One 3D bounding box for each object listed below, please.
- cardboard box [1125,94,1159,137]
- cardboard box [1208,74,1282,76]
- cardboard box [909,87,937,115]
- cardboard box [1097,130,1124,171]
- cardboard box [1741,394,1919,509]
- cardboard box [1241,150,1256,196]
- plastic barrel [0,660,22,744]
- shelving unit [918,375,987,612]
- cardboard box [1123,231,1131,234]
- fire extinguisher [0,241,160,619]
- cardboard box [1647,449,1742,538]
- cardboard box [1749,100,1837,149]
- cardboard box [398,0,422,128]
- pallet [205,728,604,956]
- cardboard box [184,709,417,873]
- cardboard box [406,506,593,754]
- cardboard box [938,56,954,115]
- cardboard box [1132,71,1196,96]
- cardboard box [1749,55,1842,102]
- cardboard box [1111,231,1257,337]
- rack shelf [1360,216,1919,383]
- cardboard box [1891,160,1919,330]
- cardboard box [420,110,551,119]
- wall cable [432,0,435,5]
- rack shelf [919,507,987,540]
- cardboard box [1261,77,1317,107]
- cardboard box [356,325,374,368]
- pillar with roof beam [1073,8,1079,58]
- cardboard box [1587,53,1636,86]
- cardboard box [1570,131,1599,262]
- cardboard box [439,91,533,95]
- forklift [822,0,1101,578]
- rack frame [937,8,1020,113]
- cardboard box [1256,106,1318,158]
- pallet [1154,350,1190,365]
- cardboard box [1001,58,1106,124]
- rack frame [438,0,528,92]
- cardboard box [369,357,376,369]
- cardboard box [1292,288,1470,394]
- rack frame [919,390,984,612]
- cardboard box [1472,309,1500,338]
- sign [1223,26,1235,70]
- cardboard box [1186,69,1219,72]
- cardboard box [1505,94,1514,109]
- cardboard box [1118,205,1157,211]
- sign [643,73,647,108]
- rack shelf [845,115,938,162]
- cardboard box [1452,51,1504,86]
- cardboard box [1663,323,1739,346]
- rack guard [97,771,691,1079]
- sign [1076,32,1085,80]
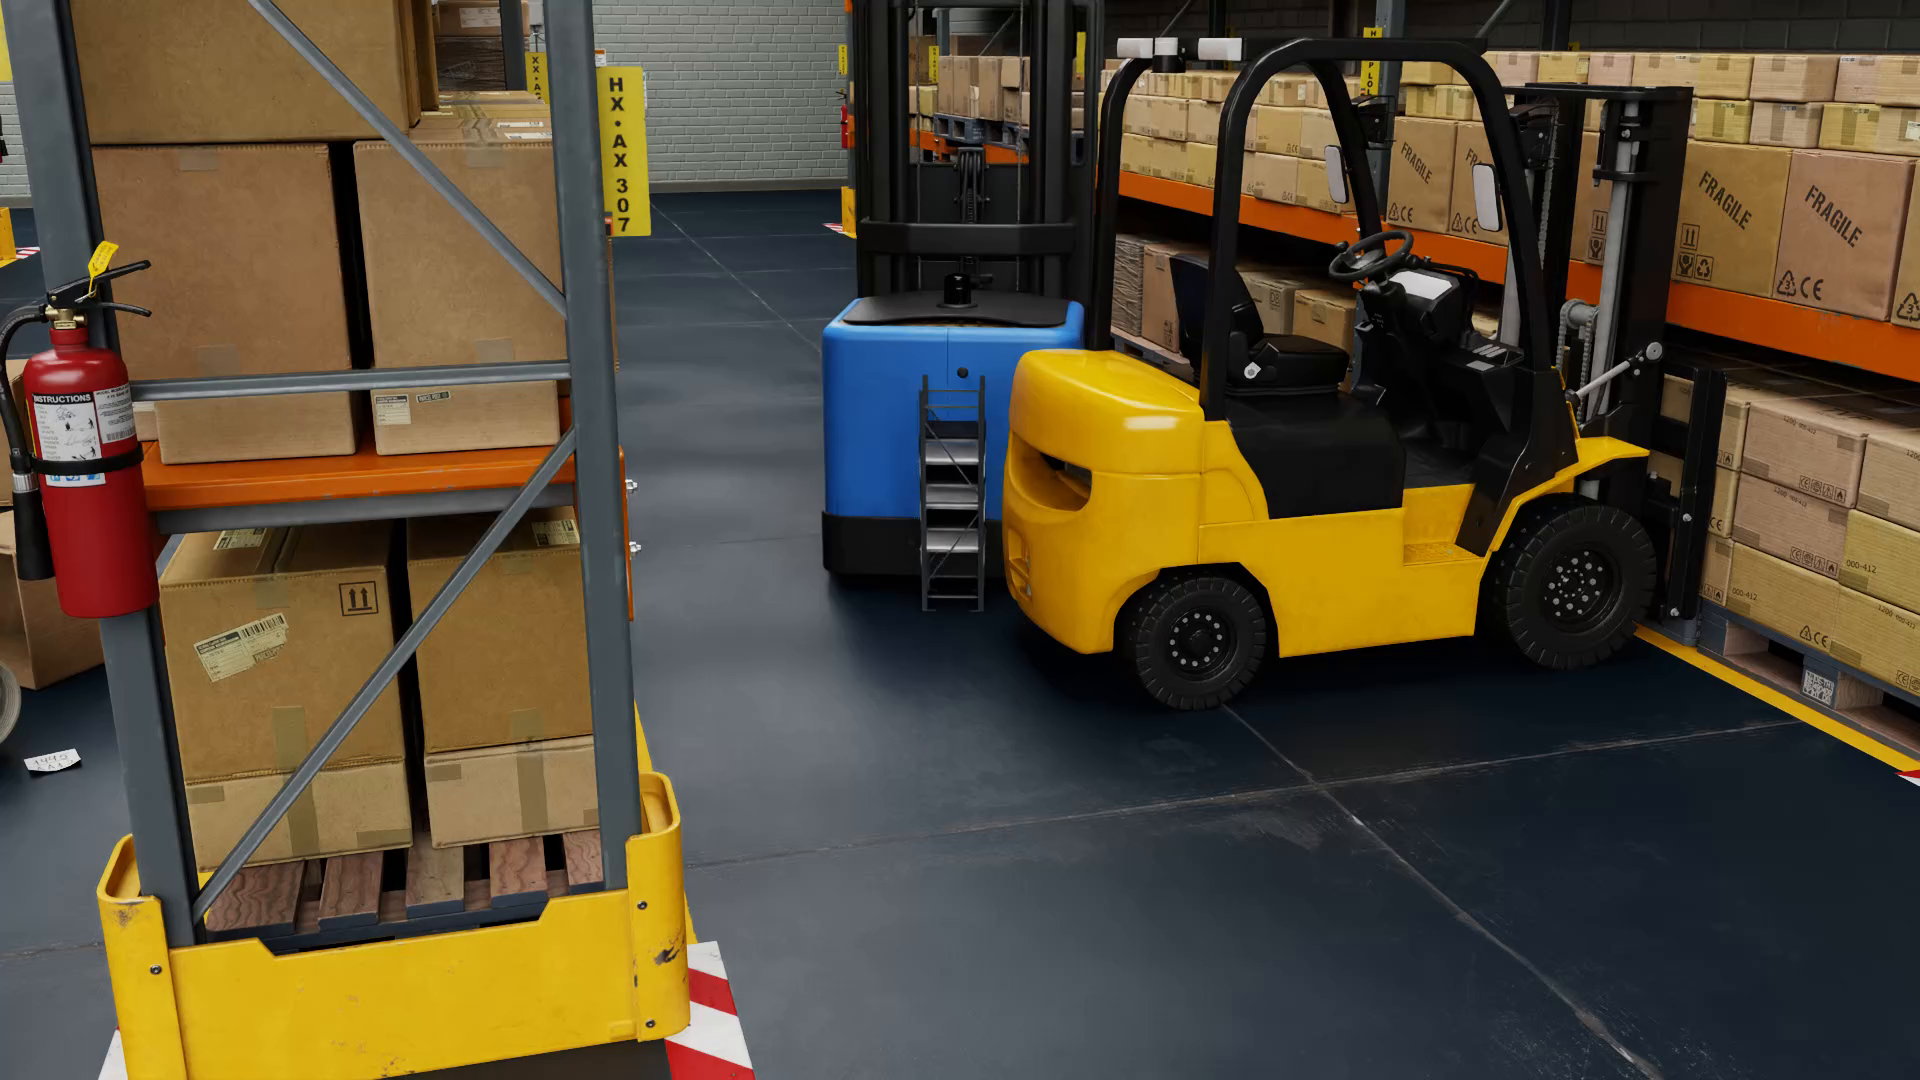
[{"bbox_3d":[1.408,-2.798,10.945,0.500,0.250,0.500,-4,17,-14],"label":"cardboard box"},{"bbox_3d":[1.718,-2.738,10.052,0.380,0.149,0.250,-5,17,-15],"label":"cardboard box"},{"bbox_3d":[-0.241,-4.347,16.454,0.500,0.250,0.500,-5,17,-15],"label":"cardboard box"},{"bbox_3d":[1.271,-2.697,11.479,0.500,0.250,0.500,-5,17,-15],"label":"cardboard box"},{"bbox_3d":[3.011,-0.305,5.565,0.500,0.250,0.500,-4,17,-14],"label":"cardboard box"},{"bbox_3d":[1.843,-2.130,9.590,0.500,0.250,0.500,-5,17,-15],"label":"cardboard box"},{"bbox_3d":[-3.212,0.477,5.128,0.512,0.421,0.421,7,18,23],"label":"plastic barrel"},{"bbox_3d":[-0.026,-0.176,6.444,0.258,0.900,0.210,1,22,2],"label":"shelving unit"},{"bbox_3d":[1.422,-2.191,13.148,0.500,0.500,0.500,-5,17,-15],"label":"cardboard box"},{"bbox_3d":[-1.600,-0.200,3.038,0.296,0.674,0.183,-5,17,-15],"label":"fire extinguisher"},{"bbox_3d":[2.859,-0.213,6.127,0.500,0.250,0.500,-5,17,-17],"label":"cardboard box"},{"bbox_3d":[2.931,-1.415,5.648,0.380,0.149,0.250,-5,18,-17],"label":"cardboard box"},{"bbox_3d":[-1.671,-1.239,3.933,0.700,0.500,0.500,-5,17,-15],"label":"cardboard box"},{"bbox_3d":[-1.399,0.782,4.482,1.003,0.211,1.213,-5,17,-15],"label":"pallet"},{"bbox_3d":[-1.676,0.602,4.284,0.500,0.250,0.500,-5,17,-16],"label":"cardboard box"},{"bbox_3d":[-1.151,0.200,4.318,0.500,0.500,0.500,-5,18,-17],"label":"cardboard box"},{"bbox_3d":[0.203,-4.115,15.034,0.700,0.500,0.500,-4,17,-14],"label":"cardboard box"},{"bbox_3d":[1.359,-3.016,10.976,0.380,0.149,0.250,-4,17,-14],"label":"cardboard box"},{"bbox_3d":[2.911,-1.556,5.599,0.380,0.149,0.250,-4,17,-14],"label":"cardboard box"},{"bbox_3d":[1.543,-1.802,11.633,0.875,0.625,0.625,-4,17,-13],"label":"cardboard box"},{"bbox_3d":[3.033,-0.907,6.508,1.077,0.370,4.000,-5,17,-15],"label":"rack shelf"},{"bbox_3d":[3.195,-0.862,4.933,0.500,0.500,0.500,-5,17,-16],"label":"cardboard box"},{"bbox_3d":[-1.339,-0.932,4.650,0.500,0.500,0.500,-5,17,-16],"label":"cardboard box"},{"bbox_3d":[-7.158,-6.790,23.023,0.585,1.953,0.123,-5,17,-15],"label":"wall cable"},{"bbox_3d":[-0.025,-0.061,6.490,0.258,0.077,0.200,1,22,2],"label":"rack shelf"},{"bbox_3d":[1.872,-2.444,9.075,0.380,0.149,0.250,-5,18,-17],"label":"cardboard box"},{"bbox_3d":[-1.758,-0.556,4.525,0.380,0.149,0.250,-4,17,-14],"label":"cardboard box"},{"bbox_3d":[-3.179,-6.814,14.496,9.100,9.000,0.400,-5,17,-15],"label":"pillar with roof beam"},{"bbox_3d":[2.716,-1.844,6.559,0.380,0.149,0.250,-5,17,-15],"label":"cardboard box"},{"bbox_3d":[2.654,-1.427,6.814,0.500,0.500,0.500,-5,17,-16],"label":"cardboard box"},{"bbox_3d":[-1.927,-1.499,6.536,0.500,0.500,0.500,-5,17,-17],"label":"cardboard box"},{"bbox_3d":[0.097,-1.620,7.751,1.130,2.935,3.031,2,17,5],"label":"forklift"},{"bbox_3d":[0.285,-4.018,15.613,1.000,3.000,0.127,-5,17,-15],"label":"rack frame"},{"bbox_3d":[1.955,-2.230,9.053,0.500,0.250,0.500,-5,17,-17],"label":"cardboard box"},{"bbox_3d":[1.905,-1.008,10.442,1.003,0.211,1.213,-5,17,-15],"label":"pallet"},{"bbox_3d":[0.758,-3.599,13.309,0.797,0.503,0.637,-5,17,-17],"label":"cardboard box"},{"bbox_3d":[-2.288,-1.411,6.937,1.000,3.000,0.127,-5,17,-15],"label":"rack frame"},{"bbox_3d":[-1.166,-0.364,3.886,0.380,0.149,0.250,-4,17,-14],"label":"cardboard box"},{"bbox_3d":[2.330,-1.012,9.005,0.875,0.625,0.625,-4,17,-13],"label":"cardboard box"},{"bbox_3d":[-0.030,-0.137,6.350,0.240,0.900,0.006,1,22,2],"label":"rack frame"},{"bbox_3d":[2.446,-0.867,7.436,0.500,0.250,0.500,-5,17,-15],"label":"cardboard box"},{"bbox_3d":[1.917,-3.511,11.913,0.100,0.325,0.005,-5,17,-15],"label":"sign"},{"bbox_3d":[1.668,-3.196,11.576,0.380,0.149,0.250,-4,17,-13],"label":"cardboard box"},{"bbox_3d":[2.486,-1.839,7.059,0.380,0.149,0.250,-4,17,-14],"label":"cardboard box"},{"bbox_3d":[1.363,-2.615,13.433,0.380,0.149,0.250,-6,18,-18],"label":"cardboard box"},{"bbox_3d":[-4.680,-6.465,23.926,0.329,0.494,0.001,-5,17,-15],"label":"sign"},{"bbox_3d":[-0.264,-4.226,17.559,1.077,0.370,4.000,-5,17,-15],"label":"rack shelf"},{"bbox_3d":[2.462,-2.130,7.512,0.380,0.149,0.250,-4,17,-14],"label":"cardboard box"},{"bbox_3d":[3.085,-0.767,7.104,0.500,0.250,0.500,-5,17,-15],"label":"cardboard box"},{"bbox_3d":[-1.209,0.871,3.683,1.175,0.500,0.348,-5,17,-15],"label":"rack guard"},{"bbox_3d":[0.865,-3.382,11.623,0.100,0.325,0.005,-5,17,-15],"label":"sign"}]
